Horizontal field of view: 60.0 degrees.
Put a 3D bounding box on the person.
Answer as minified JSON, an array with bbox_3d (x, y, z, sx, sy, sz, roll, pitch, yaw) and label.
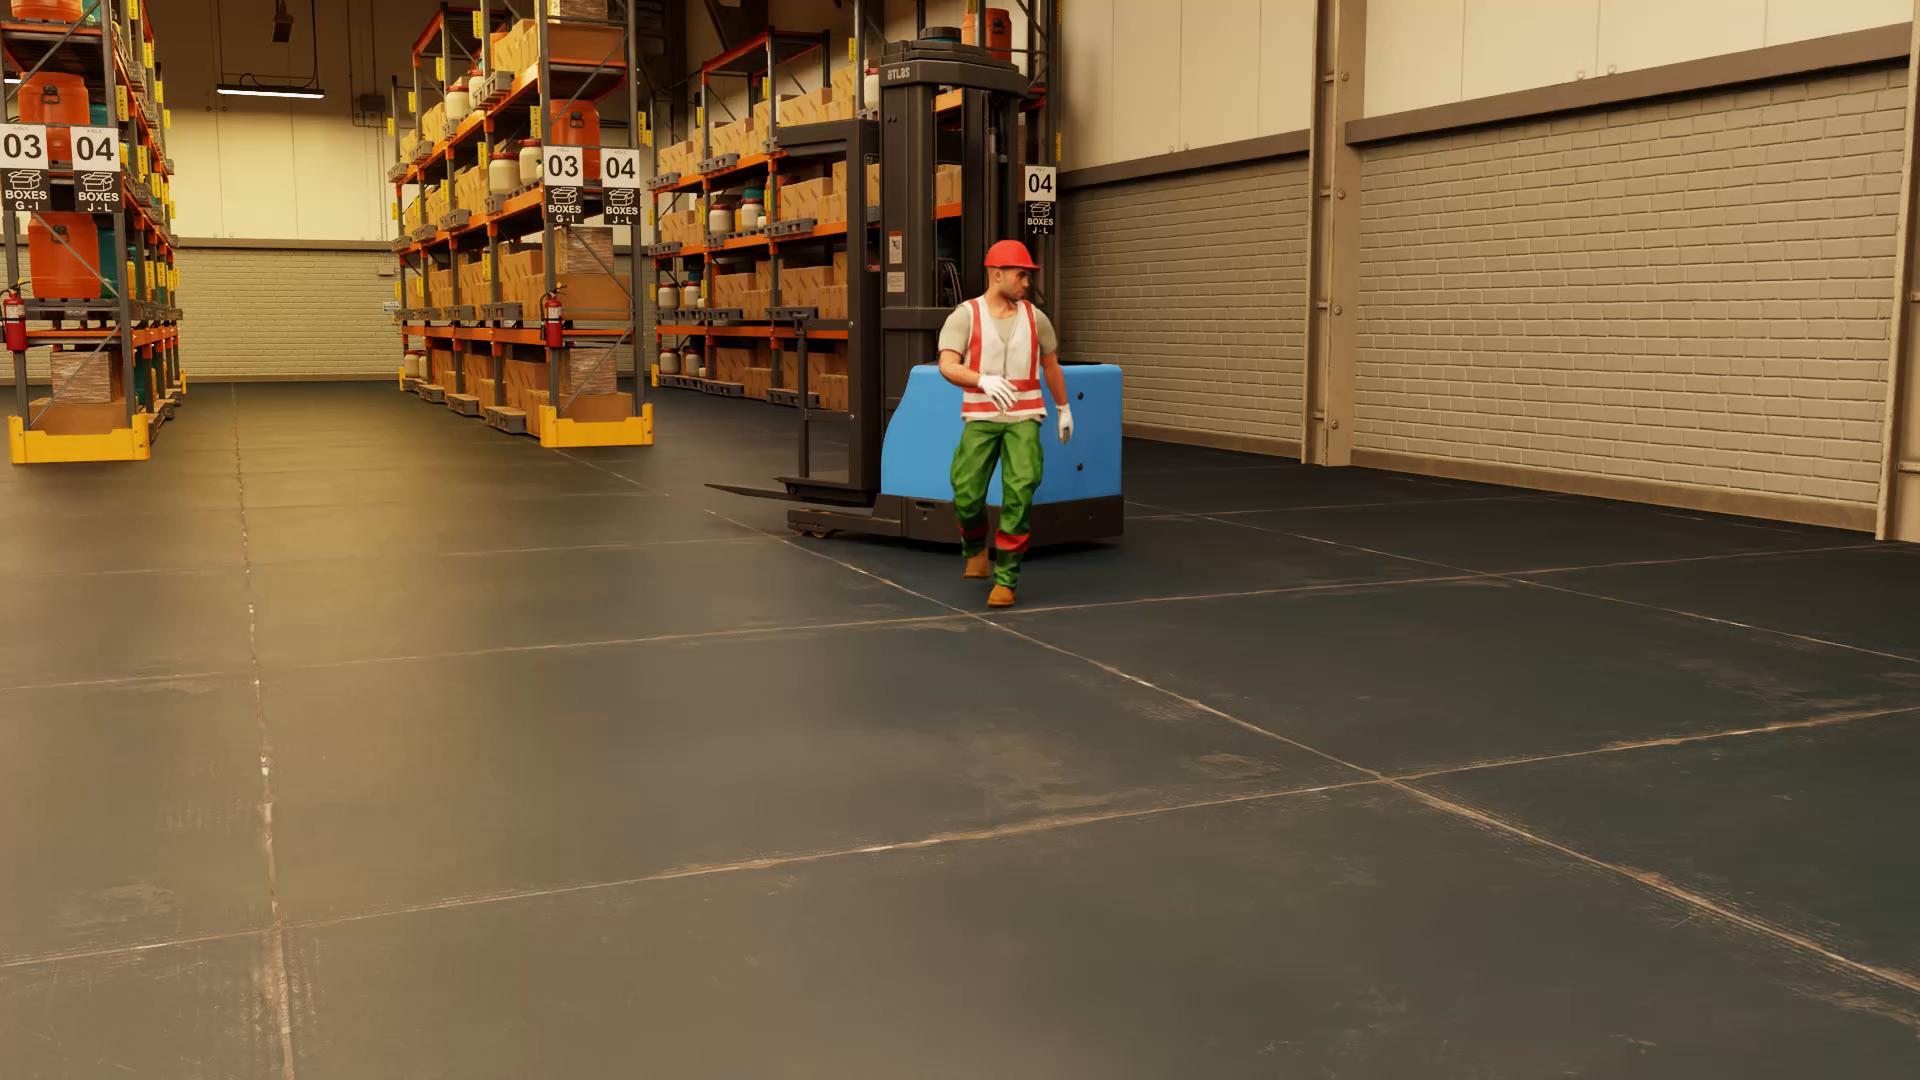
[{"bbox_3d":[0.226,-0.574,7.987,0.650,1.708,0.735,0,8,3],"label":"person"}]

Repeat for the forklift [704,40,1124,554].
[{"bbox_3d":[-0.436,-1.509,10.383,3.031,2.935,1.130,7,10,44],"label":"forklift"}]
